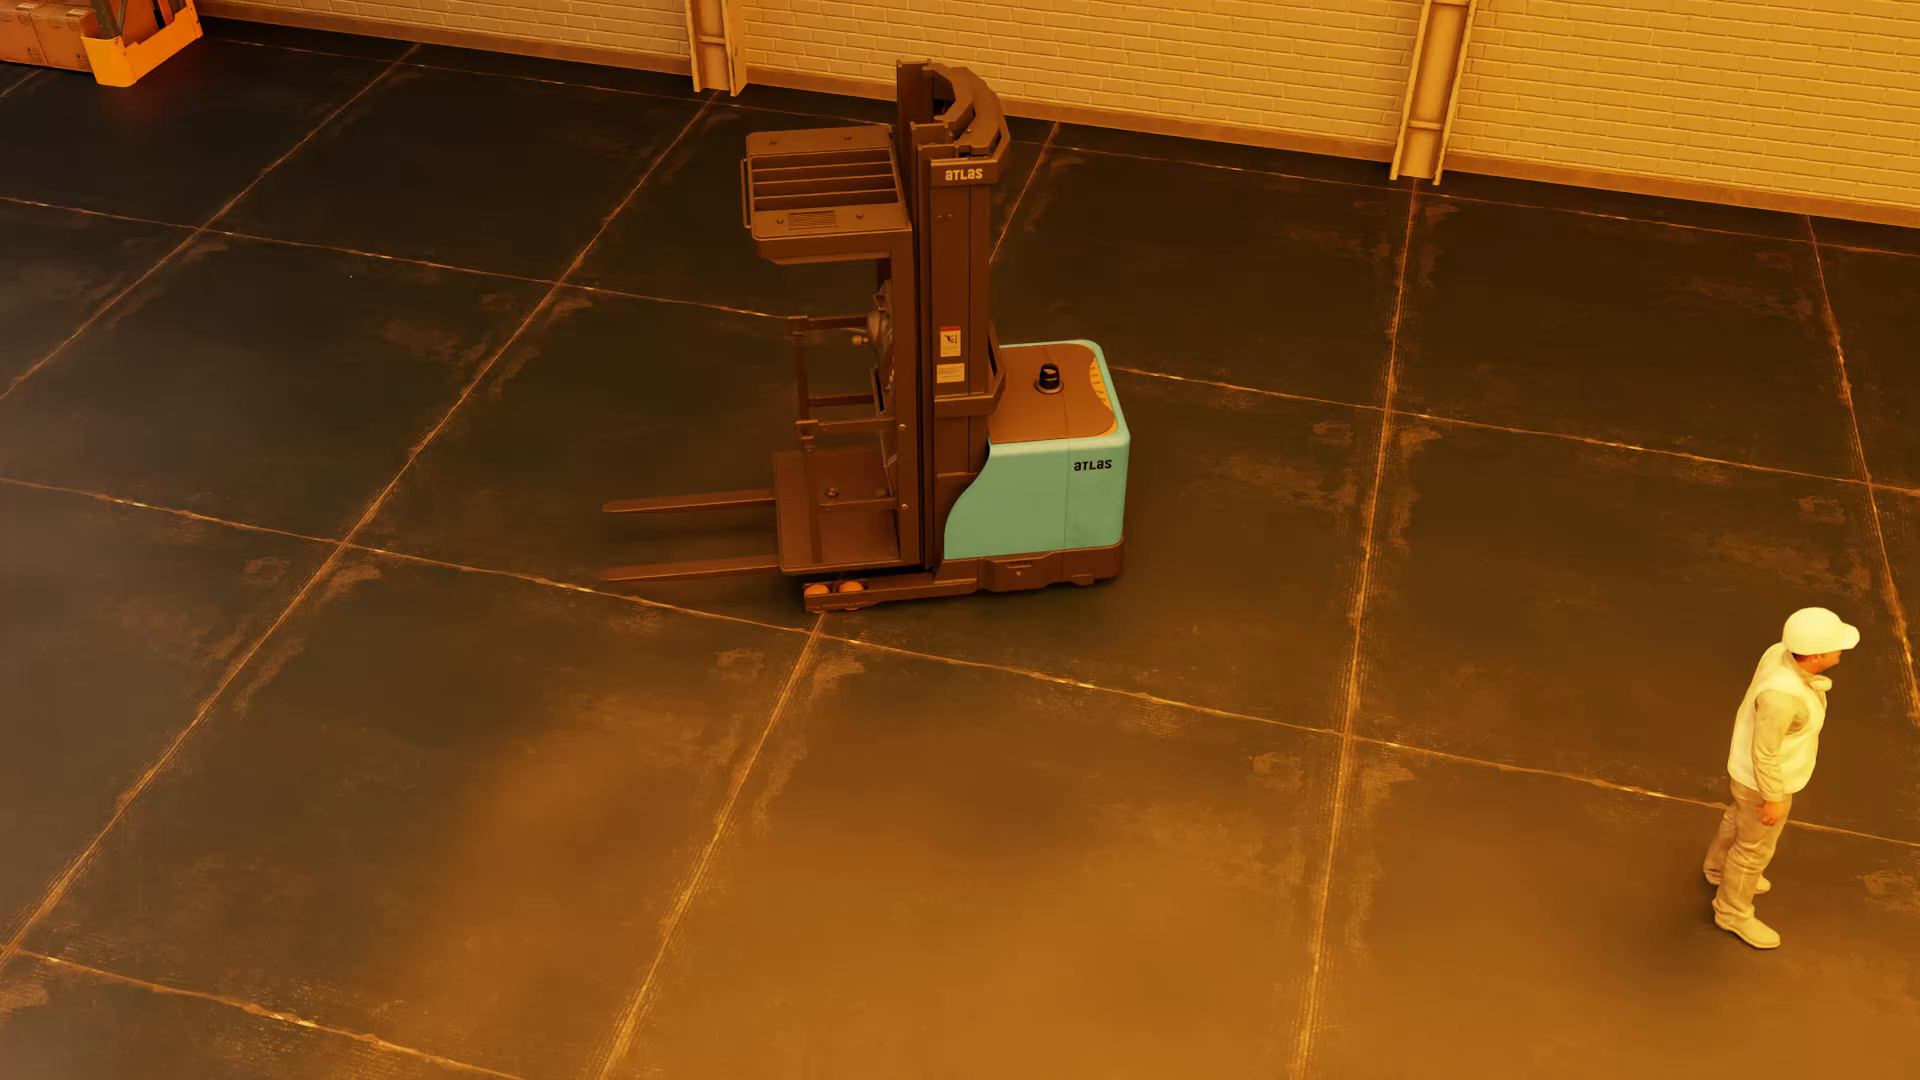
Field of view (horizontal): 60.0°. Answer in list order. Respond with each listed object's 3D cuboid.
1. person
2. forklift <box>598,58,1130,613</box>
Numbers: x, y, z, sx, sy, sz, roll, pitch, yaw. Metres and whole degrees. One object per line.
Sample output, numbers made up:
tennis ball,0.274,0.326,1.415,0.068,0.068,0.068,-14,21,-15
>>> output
person,3.744,1.038,7.551,0.546,1.780,0.621,19,45,20
forklift,-0.604,-1.052,9.062,3.031,2.935,1.130,-5,41,-5
